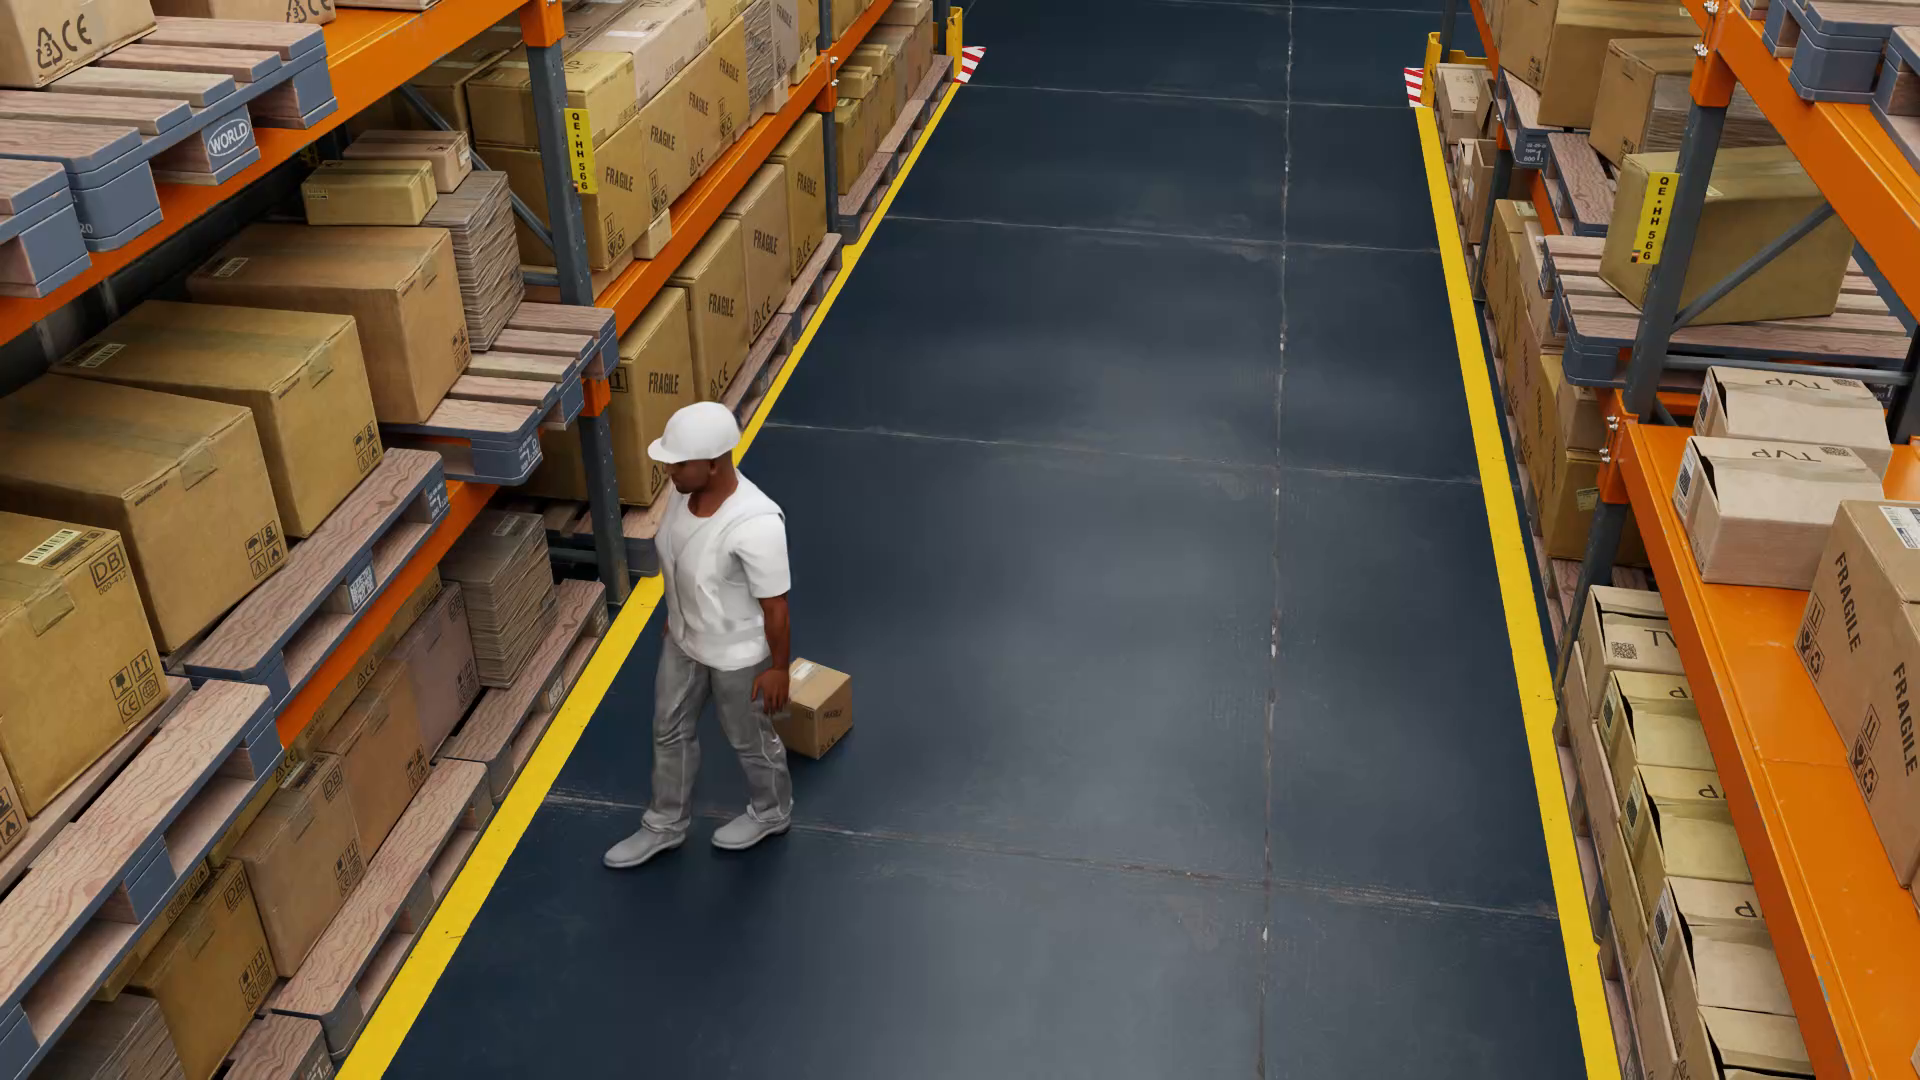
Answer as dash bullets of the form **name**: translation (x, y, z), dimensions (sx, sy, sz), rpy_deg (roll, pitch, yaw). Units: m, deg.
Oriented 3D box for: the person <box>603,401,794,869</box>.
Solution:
- **person**: translation (-0.894, 0.373, 5.503), dimensions (0.669, 1.758, 0.594), rpy_deg (-25, 40, -34)
